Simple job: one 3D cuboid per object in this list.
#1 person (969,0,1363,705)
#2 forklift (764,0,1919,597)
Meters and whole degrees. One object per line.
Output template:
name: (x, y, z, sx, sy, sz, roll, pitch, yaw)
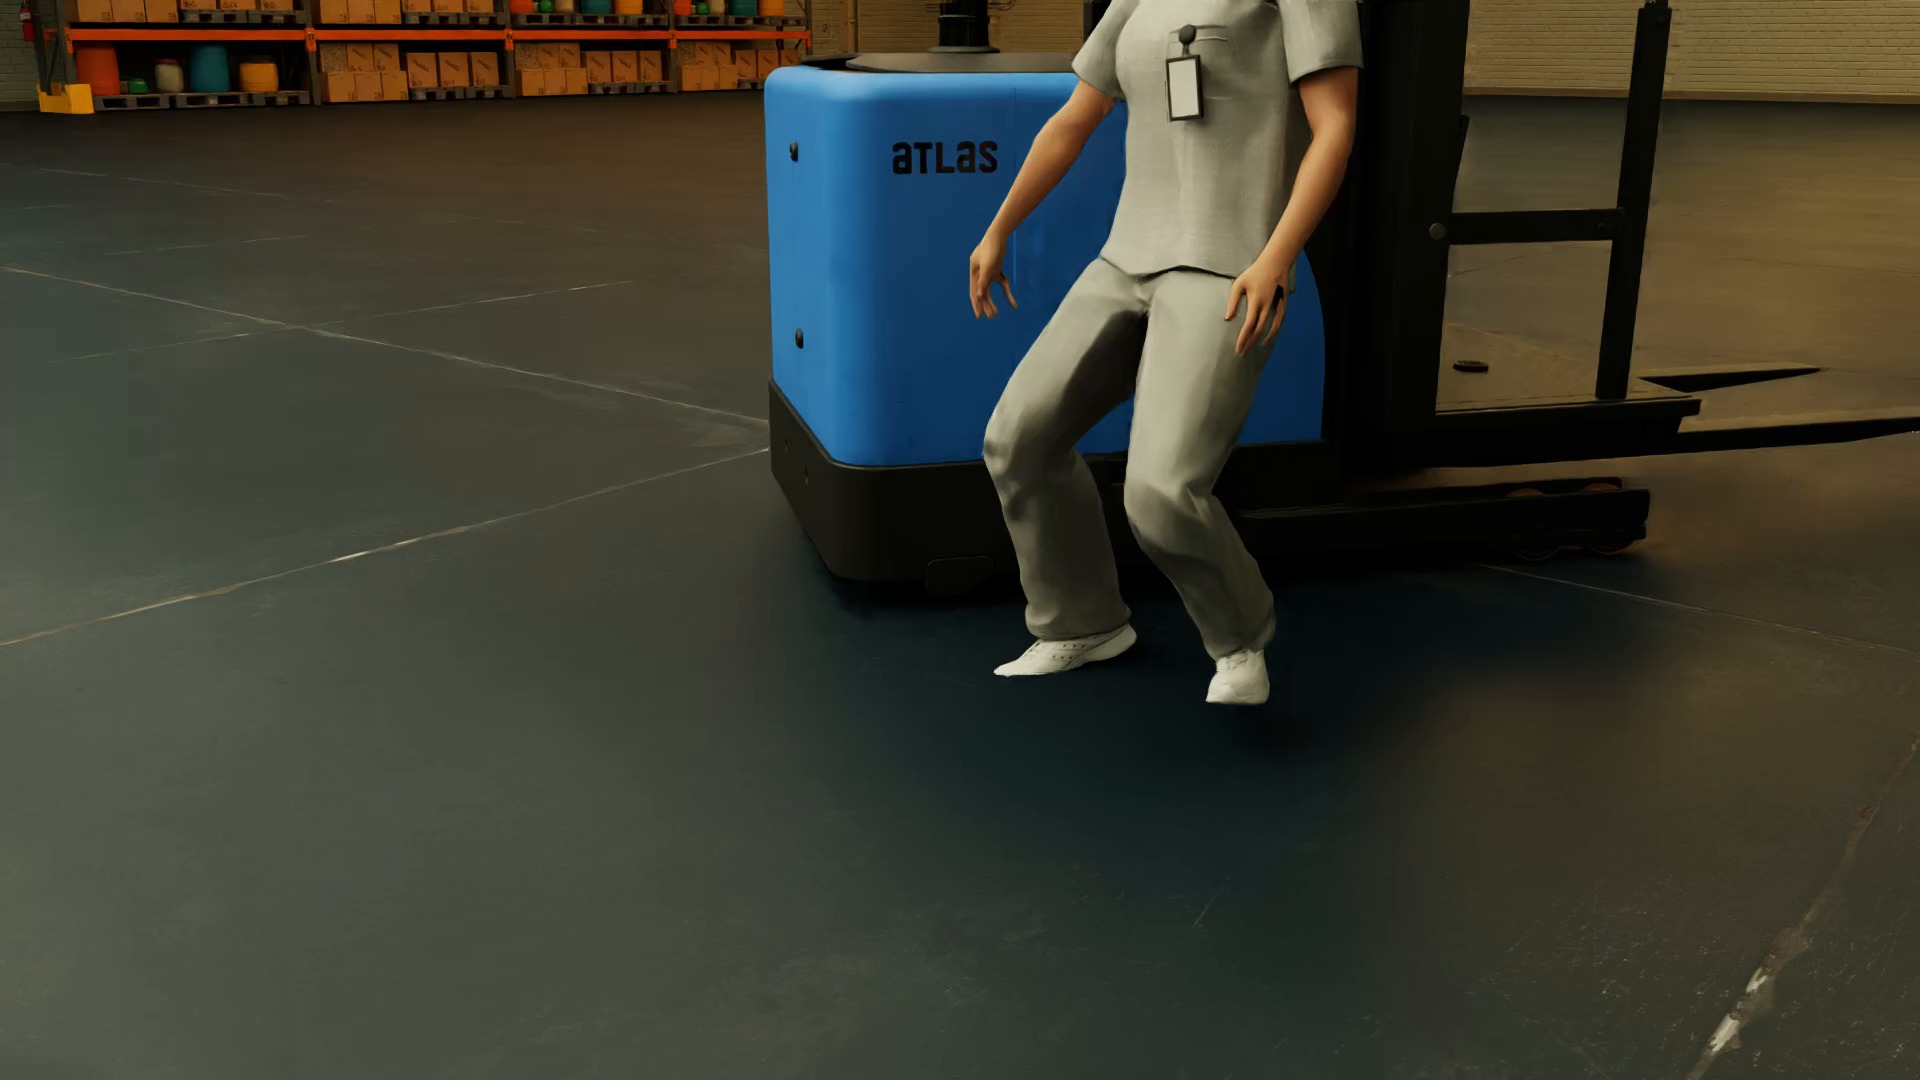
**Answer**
person: (0.333, -0.440, 2.767, 0.478, 1.624, 0.723, -10, 20, -30)
forklift: (1.090, -1.497, 3.828, 3.031, 2.935, 1.130, -4, 17, -14)
